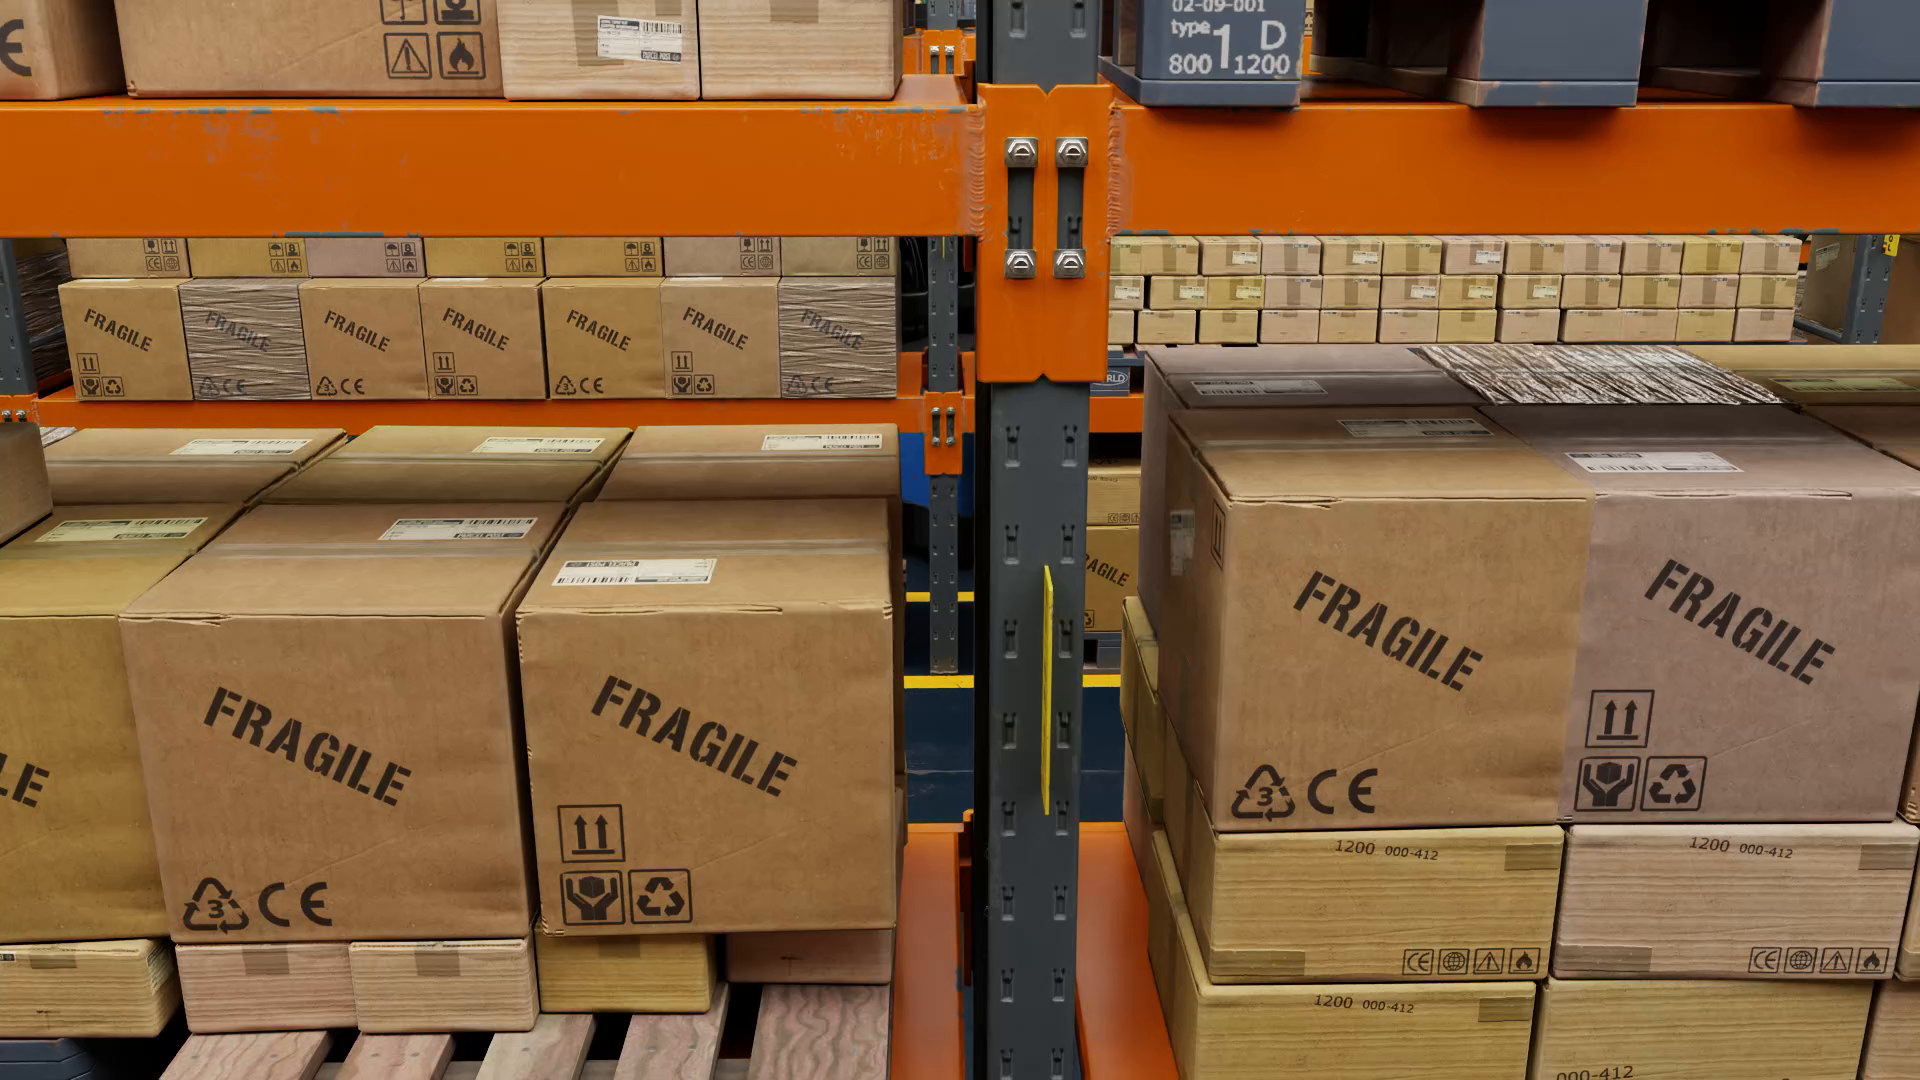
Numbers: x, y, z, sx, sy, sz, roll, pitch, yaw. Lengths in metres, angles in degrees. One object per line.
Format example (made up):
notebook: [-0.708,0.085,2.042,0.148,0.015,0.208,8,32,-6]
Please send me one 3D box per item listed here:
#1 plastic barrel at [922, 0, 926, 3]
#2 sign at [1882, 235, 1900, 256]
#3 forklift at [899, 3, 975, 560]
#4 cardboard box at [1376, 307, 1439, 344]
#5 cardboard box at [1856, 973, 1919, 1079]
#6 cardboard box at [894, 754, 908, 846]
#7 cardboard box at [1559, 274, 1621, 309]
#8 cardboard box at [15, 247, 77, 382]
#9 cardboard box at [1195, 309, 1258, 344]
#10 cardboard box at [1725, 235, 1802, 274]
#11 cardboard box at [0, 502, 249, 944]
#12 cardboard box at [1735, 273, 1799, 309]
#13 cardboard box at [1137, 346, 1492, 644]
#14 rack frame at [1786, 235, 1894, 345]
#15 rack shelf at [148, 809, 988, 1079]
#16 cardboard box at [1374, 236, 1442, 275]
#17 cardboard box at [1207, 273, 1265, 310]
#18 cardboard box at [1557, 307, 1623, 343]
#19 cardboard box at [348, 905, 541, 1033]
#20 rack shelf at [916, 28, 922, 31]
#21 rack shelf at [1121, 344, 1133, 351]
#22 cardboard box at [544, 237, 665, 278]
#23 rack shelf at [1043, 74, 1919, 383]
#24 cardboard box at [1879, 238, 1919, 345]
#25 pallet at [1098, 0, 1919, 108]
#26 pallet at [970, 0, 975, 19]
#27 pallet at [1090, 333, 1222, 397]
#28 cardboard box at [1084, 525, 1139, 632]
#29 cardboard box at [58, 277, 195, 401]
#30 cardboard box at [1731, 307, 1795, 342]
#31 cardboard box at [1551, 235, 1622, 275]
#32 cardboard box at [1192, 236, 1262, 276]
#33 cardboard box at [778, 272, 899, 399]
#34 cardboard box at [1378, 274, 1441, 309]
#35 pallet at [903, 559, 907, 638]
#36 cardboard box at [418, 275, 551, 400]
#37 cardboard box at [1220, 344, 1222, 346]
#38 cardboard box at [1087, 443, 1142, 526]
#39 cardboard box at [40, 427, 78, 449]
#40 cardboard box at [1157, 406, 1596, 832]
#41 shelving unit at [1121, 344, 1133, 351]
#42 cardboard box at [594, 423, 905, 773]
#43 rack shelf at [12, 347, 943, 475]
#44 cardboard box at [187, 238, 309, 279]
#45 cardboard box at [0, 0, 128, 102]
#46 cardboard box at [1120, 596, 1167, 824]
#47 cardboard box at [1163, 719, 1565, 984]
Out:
plastic barrel: [-0.382,-5.326,16.584,0.294,0.245,0.294,0,18,0]
sign: [3.931,-1.362,6.986,0.005,0.325,0.100,0,18,-1]
forklift: [-0.658,-1.645,9.876,3.031,2.935,1.130,17,24,42]
cardboard box: [1.956,-0.989,7.445,0.250,0.149,0.380,-1,18,-3]
cardboard box: [1.630,0.688,2.738,0.500,0.250,0.500,0,18,1]
cardboard box: [-0.229,0.415,3.067,0.250,0.149,0.380,-1,18,-4]
cardboard box: [2.739,-1.135,7.412,0.250,0.149,0.380,-1,18,-3]
cardboard box: [-4.449,-1.007,7.532,0.550,0.550,0.875,0,18,-1]
cardboard box: [1.178,-0.986,7.434,0.250,0.149,0.380,1,18,2]
cardboard box: [3.521,-1.282,7.383,0.250,0.149,0.380,1,18,2]
cardboard box: [-1.373,0.257,2.497,0.500,0.500,0.500,-1,18,-5]
cardboard box: [3.524,-1.140,7.426,0.250,0.149,0.380,0,18,1]
cardboard box: [0.611,-0.055,3.009,0.500,0.500,0.500,-1,18,-2]
rack frame: [3.919,-0.980,7.692,0.127,3.000,1.000,0,18,-1]
rack shelf: [-1.901,0.903,3.000,4.000,0.370,1.077,0,18,-1]
cardboard box: [1.948,-1.274,7.359,0.250,0.149,0.380,-1,18,-2]
cardboard box: [1.196,-1.129,7.394,0.250,0.149,0.380,0,18,-1]
cardboard box: [2.765,-0.995,7.462,0.250,0.149,0.380,-1,18,-4]
cardboard box: [-0.744,0.582,2.546,0.250,0.149,0.380,0,18,-1]
rack shelf: [-2.058,-3.552,11.977,4.000,0.370,1.077,0,18,-1]
rack shelf: [0.664,-0.834,8.754,0.480,0.518,0.431,0,18,1]
cardboard box: [-1.548,-1.479,7.448,0.500,0.500,0.700,-1,18,-2]
rack shelf: [2.098,-0.545,2.602,4.000,0.370,1.077,0,18,-1]
cardboard box: [4.418,-1.095,7.398,0.500,0.500,0.500,-1,18,-2]
pallet: [0.741,-0.807,2.551,1.003,0.211,1.213,1,18,2]
pallet: [0.585,-3.834,11.986,1.003,0.211,1.213,1,18,2]
pallet: [0.630,-0.905,7.773,1.003,0.211,1.213,0,18,-1]
cardboard box: [0.631,0.104,7.717,0.500,0.500,0.500,-1,18,-3]
cardboard box: [-3.550,-0.909,7.308,0.500,0.500,0.500,0,18,0]
cardboard box: [3.525,-0.998,7.471,0.250,0.149,0.380,-1,18,-2]
cardboard box: [2.731,-1.278,7.372,0.250,0.149,0.380,0,18,-1]
cardboard box: [1.163,-1.270,7.347,0.250,0.149,0.380,-1,18,-3]
cardboard box: [-0.527,-0.924,7.354,0.500,0.500,0.500,0,18,-1]
cardboard box: [1.963,-1.133,7.405,0.250,0.149,0.380,0,18,1]
pallet: [-0.870,0.348,8.117,1.213,0.211,1.003,0,18,-1]
cardboard box: [-2.038,-0.916,7.329,0.500,0.500,0.500,0,18,0]
cardboard box: [1.524,-1.663,12.612,0.875,0.875,1.225,0,18,-1]
cardboard box: [0.613,-0.257,7.615,0.500,0.250,0.500,-1,18,-3]
cardboard box: [-1.907,0.102,2.980,0.500,0.500,0.500,-1,18,-3]
cardboard box: [0.596,0.099,2.527,0.500,0.500,0.500,-1,18,-3]
shelving unit: [0.664,-0.847,8.750,0.503,2.100,0.431,0,18,1]
cardboard box: [-0.355,0.093,3.009,0.500,0.500,0.500,-1,18,-2]
rack shelf: [-2.080,-0.608,7.711,4.000,0.370,1.077,0,18,-1]
cardboard box: [-3.070,-1.472,7.426,0.500,0.500,0.700,-1,18,-2]
cardboard box: [-1.426,-0.911,2.396,0.637,0.503,0.797,0,18,-1]
cardboard box: [0.579,0.304,3.116,0.500,0.250,0.500,0,18,-1]
cardboard box: [0.609,0.457,2.639,0.500,0.250,0.500,0,18,-1]
